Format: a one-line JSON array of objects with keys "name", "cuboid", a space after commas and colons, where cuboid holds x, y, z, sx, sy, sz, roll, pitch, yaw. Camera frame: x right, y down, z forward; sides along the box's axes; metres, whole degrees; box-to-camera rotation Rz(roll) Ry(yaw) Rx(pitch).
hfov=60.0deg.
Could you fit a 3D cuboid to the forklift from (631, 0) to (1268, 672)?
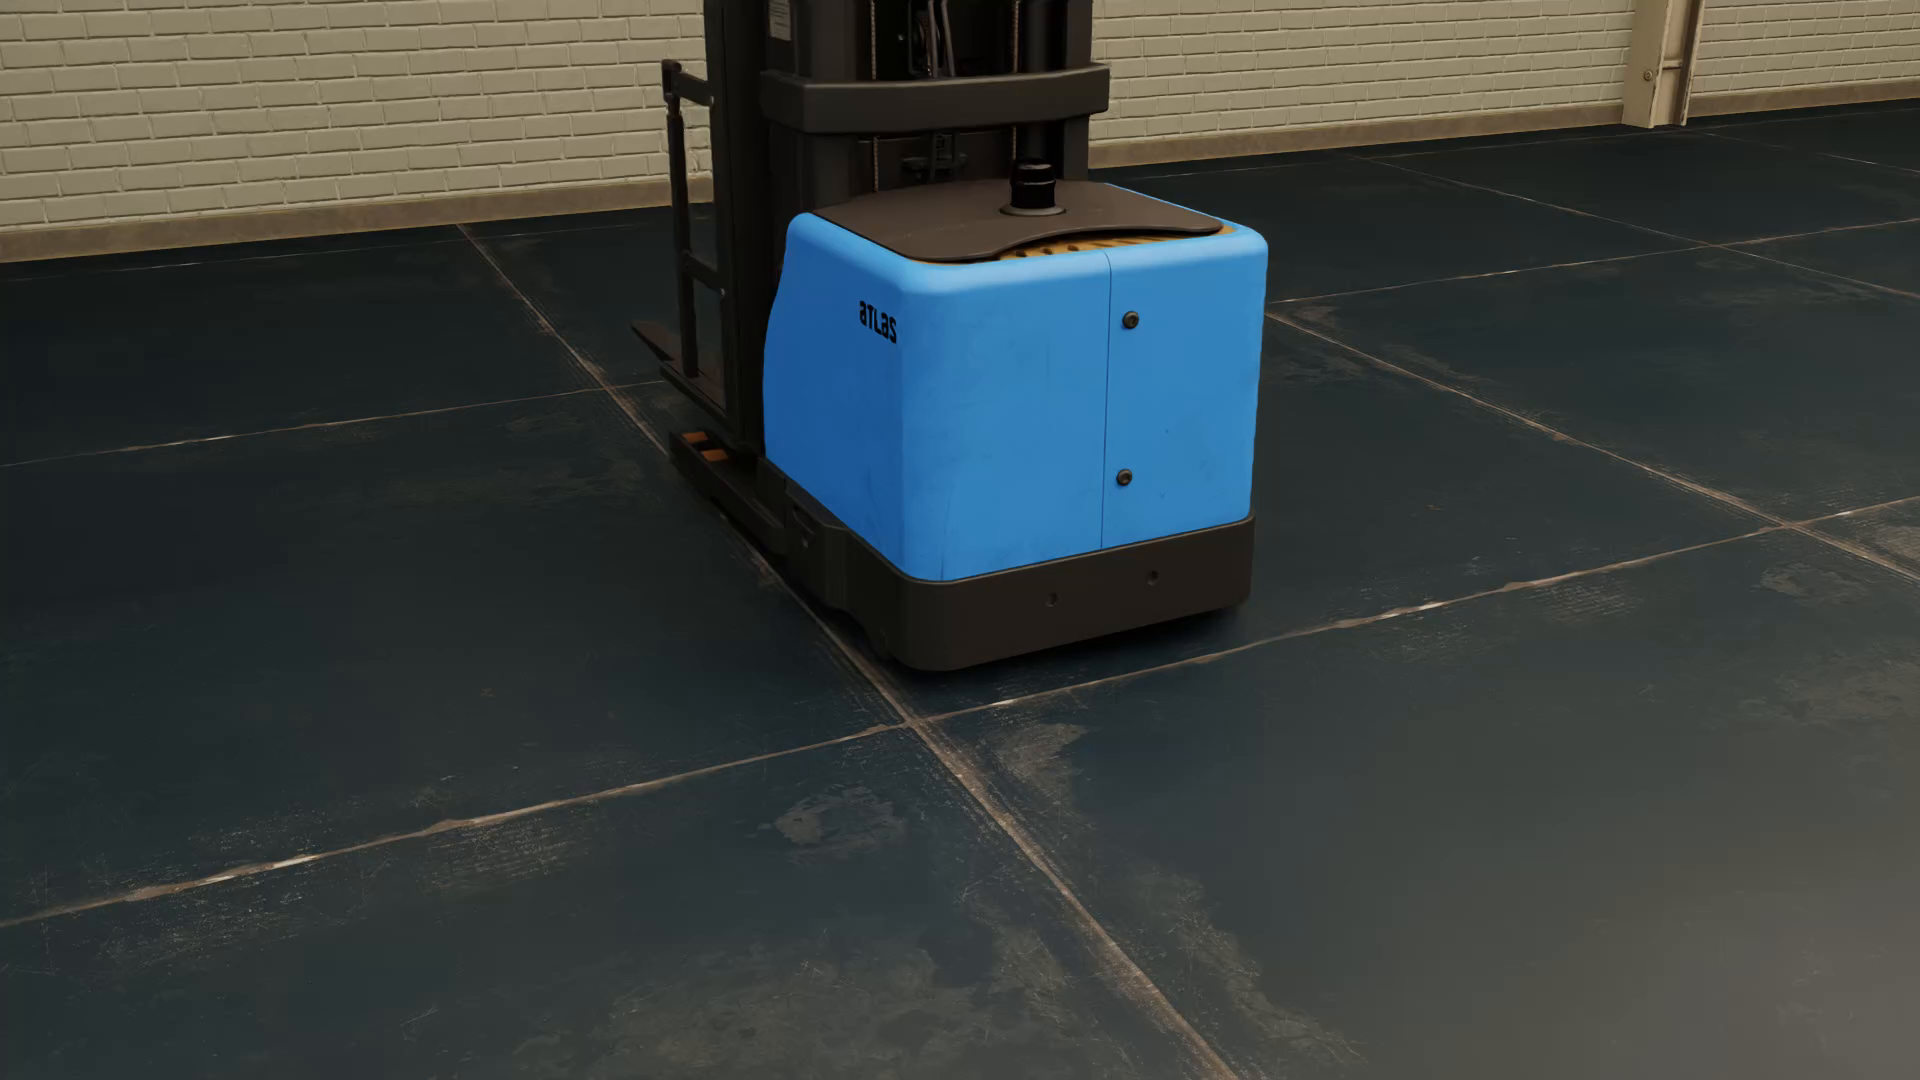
[{"name": "forklift", "cuboid": [-0.322, -1.554, 5.027, 1.130, 2.935, 3.031, -11, 25, -25]}]
